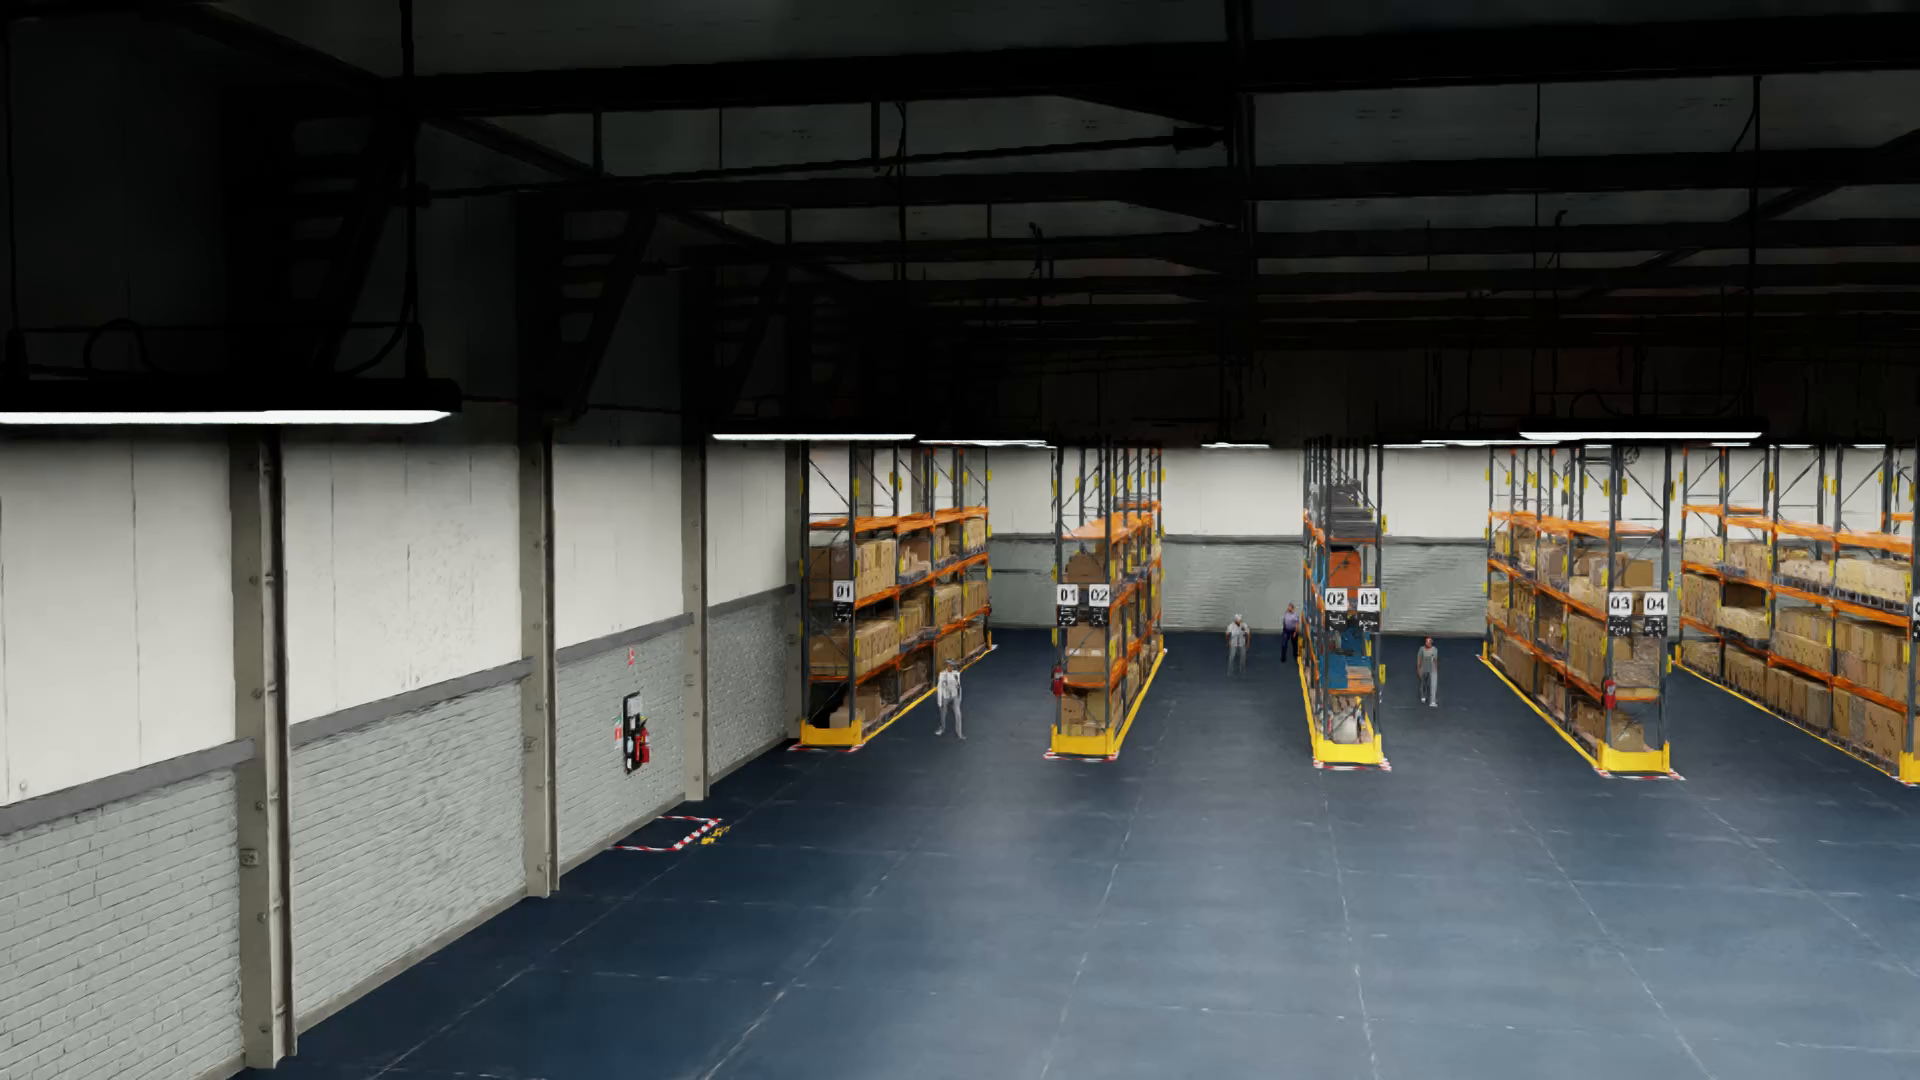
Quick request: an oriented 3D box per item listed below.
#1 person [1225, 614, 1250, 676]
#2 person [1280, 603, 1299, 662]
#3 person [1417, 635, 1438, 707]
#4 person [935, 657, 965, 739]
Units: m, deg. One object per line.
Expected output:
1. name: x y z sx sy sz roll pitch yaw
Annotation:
1. person: 7.020 2.654 42.021 0.625 1.611 0.582 0 3 9
2. person: 8.956 2.486 45.031 0.476 1.580 1.003 1 3 19
3. person: 10.449 2.901 37.176 0.446 1.588 1.109 1 3 13
4. person: -0.207 3.122 33.079 0.529 1.625 0.936 -1 3 -13
